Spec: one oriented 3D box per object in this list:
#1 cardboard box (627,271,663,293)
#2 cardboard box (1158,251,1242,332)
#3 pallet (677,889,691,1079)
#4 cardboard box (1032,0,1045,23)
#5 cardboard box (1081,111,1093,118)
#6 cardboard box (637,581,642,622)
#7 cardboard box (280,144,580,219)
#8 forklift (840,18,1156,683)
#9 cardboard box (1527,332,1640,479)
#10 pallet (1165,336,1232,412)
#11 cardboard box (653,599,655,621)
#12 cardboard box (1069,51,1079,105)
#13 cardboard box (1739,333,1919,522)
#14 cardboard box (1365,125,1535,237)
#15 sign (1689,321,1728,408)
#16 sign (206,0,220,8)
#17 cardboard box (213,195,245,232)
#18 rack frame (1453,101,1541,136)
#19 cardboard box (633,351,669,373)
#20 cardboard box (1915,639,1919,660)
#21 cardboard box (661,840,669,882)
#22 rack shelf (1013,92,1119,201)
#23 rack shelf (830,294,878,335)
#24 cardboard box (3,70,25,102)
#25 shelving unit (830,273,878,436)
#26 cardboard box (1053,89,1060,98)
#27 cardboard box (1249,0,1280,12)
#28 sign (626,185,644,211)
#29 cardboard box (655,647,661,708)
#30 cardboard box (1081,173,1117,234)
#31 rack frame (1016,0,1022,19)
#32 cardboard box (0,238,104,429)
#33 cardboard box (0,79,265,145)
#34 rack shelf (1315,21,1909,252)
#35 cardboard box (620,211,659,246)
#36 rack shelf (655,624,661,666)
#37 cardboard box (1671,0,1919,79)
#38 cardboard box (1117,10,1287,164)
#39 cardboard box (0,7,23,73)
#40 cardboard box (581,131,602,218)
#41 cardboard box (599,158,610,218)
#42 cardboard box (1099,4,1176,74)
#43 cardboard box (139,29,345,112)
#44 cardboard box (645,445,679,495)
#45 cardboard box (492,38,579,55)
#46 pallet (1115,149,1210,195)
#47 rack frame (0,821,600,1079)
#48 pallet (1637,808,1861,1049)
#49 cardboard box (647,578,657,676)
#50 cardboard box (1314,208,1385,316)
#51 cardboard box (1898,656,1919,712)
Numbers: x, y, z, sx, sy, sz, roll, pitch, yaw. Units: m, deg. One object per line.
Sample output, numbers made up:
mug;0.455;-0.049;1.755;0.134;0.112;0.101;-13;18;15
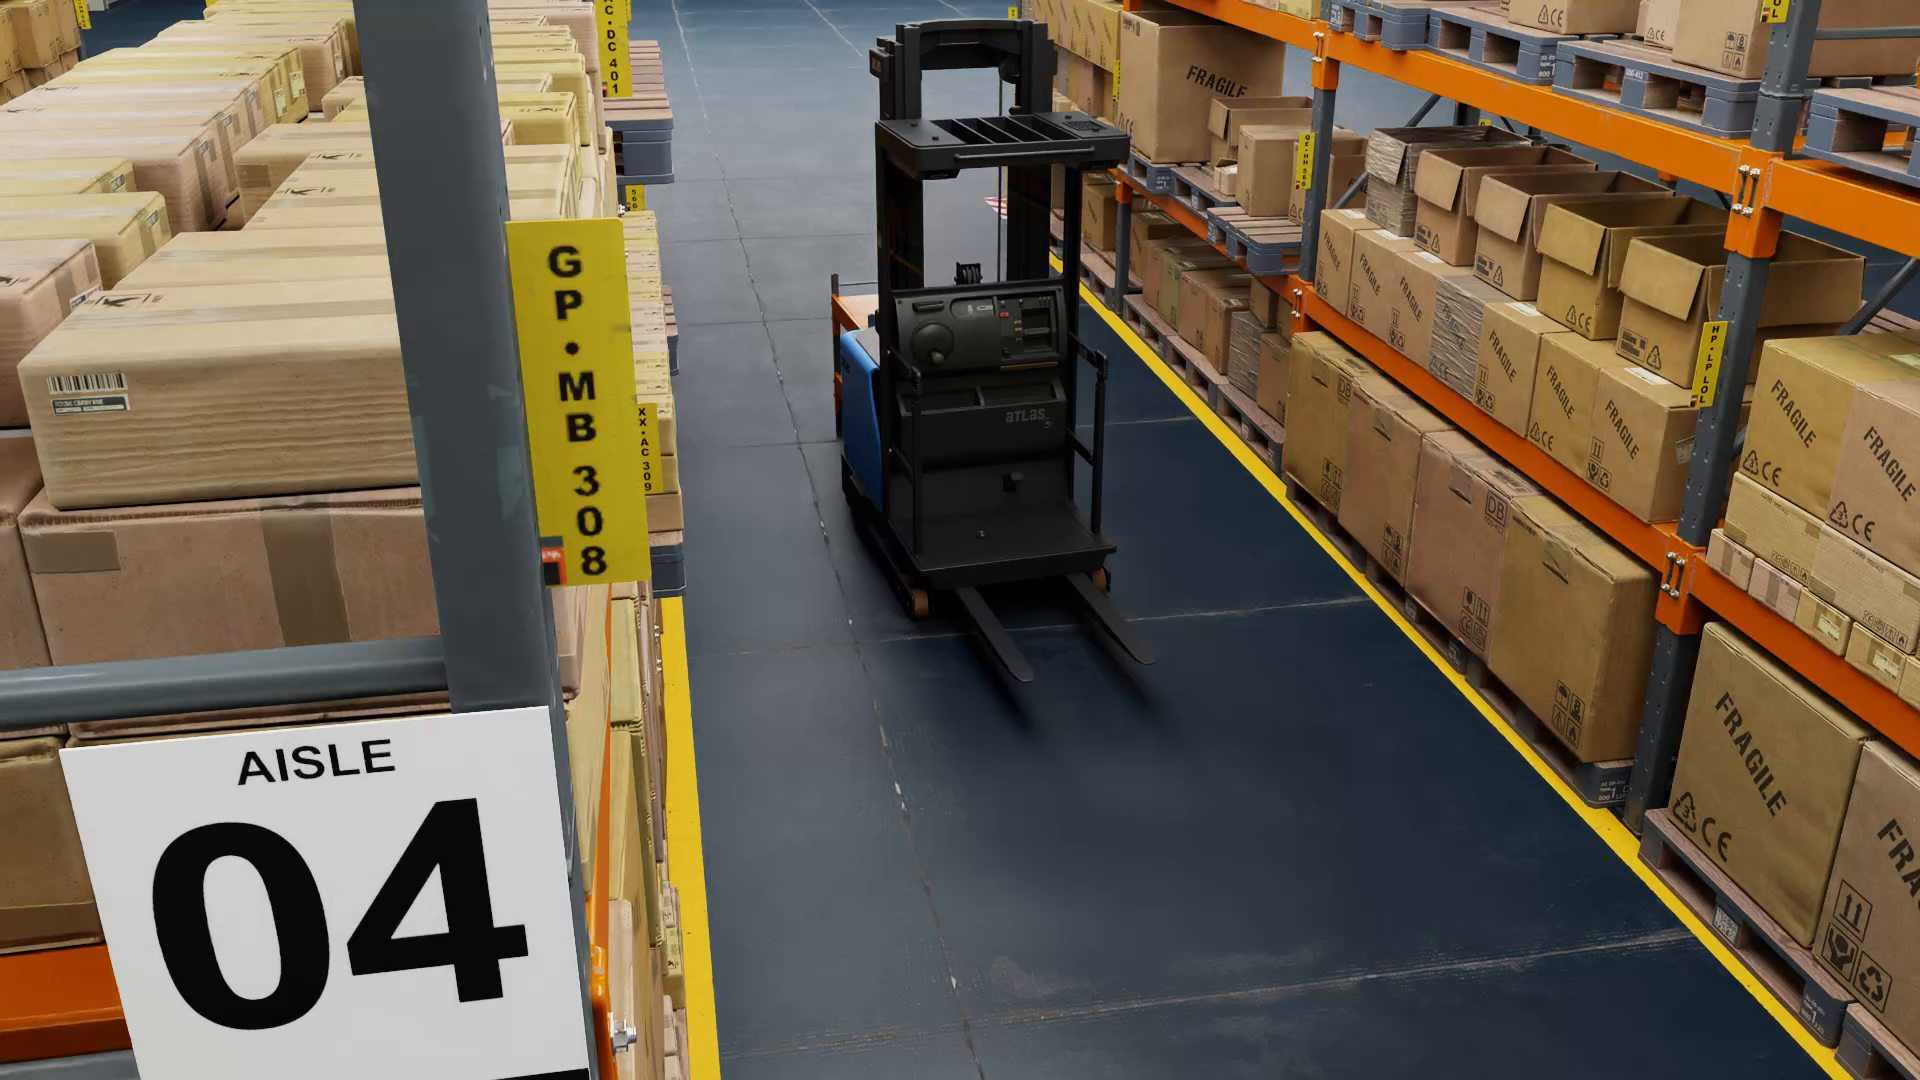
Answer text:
cardboard box;-1.560;-1.124;7.622;0.380;0.149;0.250;-3;24;-7
cardboard box;1.978;-1.967;13.079;0.700;0.500;0.500;-4;24;-10
pallet;-1.439;1.671;5.661;1.003;0.211;1.213;-4;24;-10
cardboard box;0.996;-5.123;15.985;0.500;0.500;0.500;-4;24;-10
cardboard box;1.305;-3.786;14.984;0.380;0.149;0.250;-4;24;-10
cardboard box;-1.064;0.061;4.116;0.500;0.500;0.500;-4;24;-8
cardboard box;-0.747;-0.467;2.387;0.380;0.149;0.250;-4;24;-9
forklift;0.178;-1.101;8.610;1.130;2.935;3.031;-7;24;-15
cardboard box;2.855;-0.601;7.253;0.500;0.500;0.500;-4;24;-8
pallet;2.190;-1.278;12.412;1.003;0.211;1.213;-4;24;-10
cardboard box;-1.576;0.221;7.157;0.500;0.250;0.500;-4;24;-8
cardboard box;1.492;-4.295;15.339;0.875;0.500;0.500;-4;24;-10
cardboard box;3.132;-0.400;5.797;0.500;0.500;0.500;-4;24;-10
cardboard box;2.675;-1.986;9.171;0.797;0.503;0.637;-3;24;-8
sign;2.764;-0.646;6.134;0.100;0.325;0.005;-4;24;-10
sign;-2.143;-1.618;4.821;0.100;0.325;0.005;-4;24;-10
cardboard box;-1.382;-0.395;2.722;0.500;0.250;0.500;-4;24;-9
rack frame;5.944;-5.283;18.097;1.000;3.000;0.127;-4;24;-10
cardboard box;-1.321;-0.618;6.463;0.380;0.149;0.250;-4;24;-9
cardboard box;3.313;0.340;5.040;0.500;0.250;0.500;-4;24;-8
cardboard box;-1.227;1.209;5.899;0.380;0.149;0.250;-4;24;-9
rack shelf;1.446;-3.800;15.601;1.077;0.370;4.000;-4;24;-10
rack shelf;-0.462;-1.338;10.676;0.538;0.278;1.000;-7;25;-15
cardboard box;-8.040;-3.576;13.695;0.500;0.500;0.500;-4;24;-9
shelving unit;-0.462;-1.069;10.793;0.538;1.125;1.048;-7;25;-15
cardboard box;1.059;-4.276;16.107;0.380;0.149;0.250;-4;24;-10
cardboard box;2.121;-3.438;10.314;0.500;0.250;0.500;-4;24;-10
sign;-1.806;-1.980;9.188;0.100;0.325;0.005;-4;24;-10
cardboard box;-1.160;0.435;5.321;0.380;0.149;0.250;-5;24;-11
cardboard box;1.416;-3.236;16.010;0.500;0.500;0.500;-2;24;-5
rack frame;1.076;-4.916;17.258;1.000;3.000;0.127;-4;24;-10
cardboard box;-1.179;-0.225;1.833;0.380;0.149;0.250;-4;24;-9
cardboard box;-1.472;-0.729;2.988;0.380;0.149;0.250;-5;24;-11
rack shelf;2.925;-2.028;7.796;1.077;0.370;4.000;-4;24;-10
cardboard box;-1.797;-1.633;8.787;0.380;0.149;0.250;-5;24;-12
rack shelf;-1.968;-0.326;7.647;1.077;0.370;4.000;-4;24;-10
cardboard box;3.178;-2.036;6.267;0.700;0.500;0.500;-4;24;-8
cardboard box;1.825;-3.487;12.712;1.000;1.000;1.000;-4;24;-9
cardboard box;-8.117;-4.039;13.504;0.700;0.500;0.500;-4;24;-10
cardboard box;-0.958;-0.626;3.250;0.500;0.250;0.500;-5;24;-12
cardboard box;-1.161;-0.804;4.283;0.500;0.250;0.500;-4;24;-10
cardboard box;1.462;-4.140;13.735;0.500;0.500;0.500;-4;24;-10
cardboard box;-1.591;-1.044;3.710;0.380;0.149;0.250;-5;24;-11
cardboard box;-1.219;-0.271;6.041;0.380;0.149;0.250;-4;24;-9
cardboard box;-1.007;-0.977;3.555;0.380;0.149;0.250;-4;24;-10
pallet;1.814;-2.943;12.981;1.003;0.211;1.213;-4;24;-10
rack frame;-0.858;1.705;2.099;1.000;3.000;0.127;-4;24;-10
pallet;3.359;1.387;6.311;1.003;0.211;1.213;-4;24;-10
cardboard box;-1.231;0.119;5.234;0.500;0.500;0.500;-4;24;-10
cardboard box;2.378;-1.604;9.549;0.500;0.500;0.500;-4;24;-8
cardboard box;3.219;0.471;5.238;0.380;0.149;0.250;-5;24;-10
